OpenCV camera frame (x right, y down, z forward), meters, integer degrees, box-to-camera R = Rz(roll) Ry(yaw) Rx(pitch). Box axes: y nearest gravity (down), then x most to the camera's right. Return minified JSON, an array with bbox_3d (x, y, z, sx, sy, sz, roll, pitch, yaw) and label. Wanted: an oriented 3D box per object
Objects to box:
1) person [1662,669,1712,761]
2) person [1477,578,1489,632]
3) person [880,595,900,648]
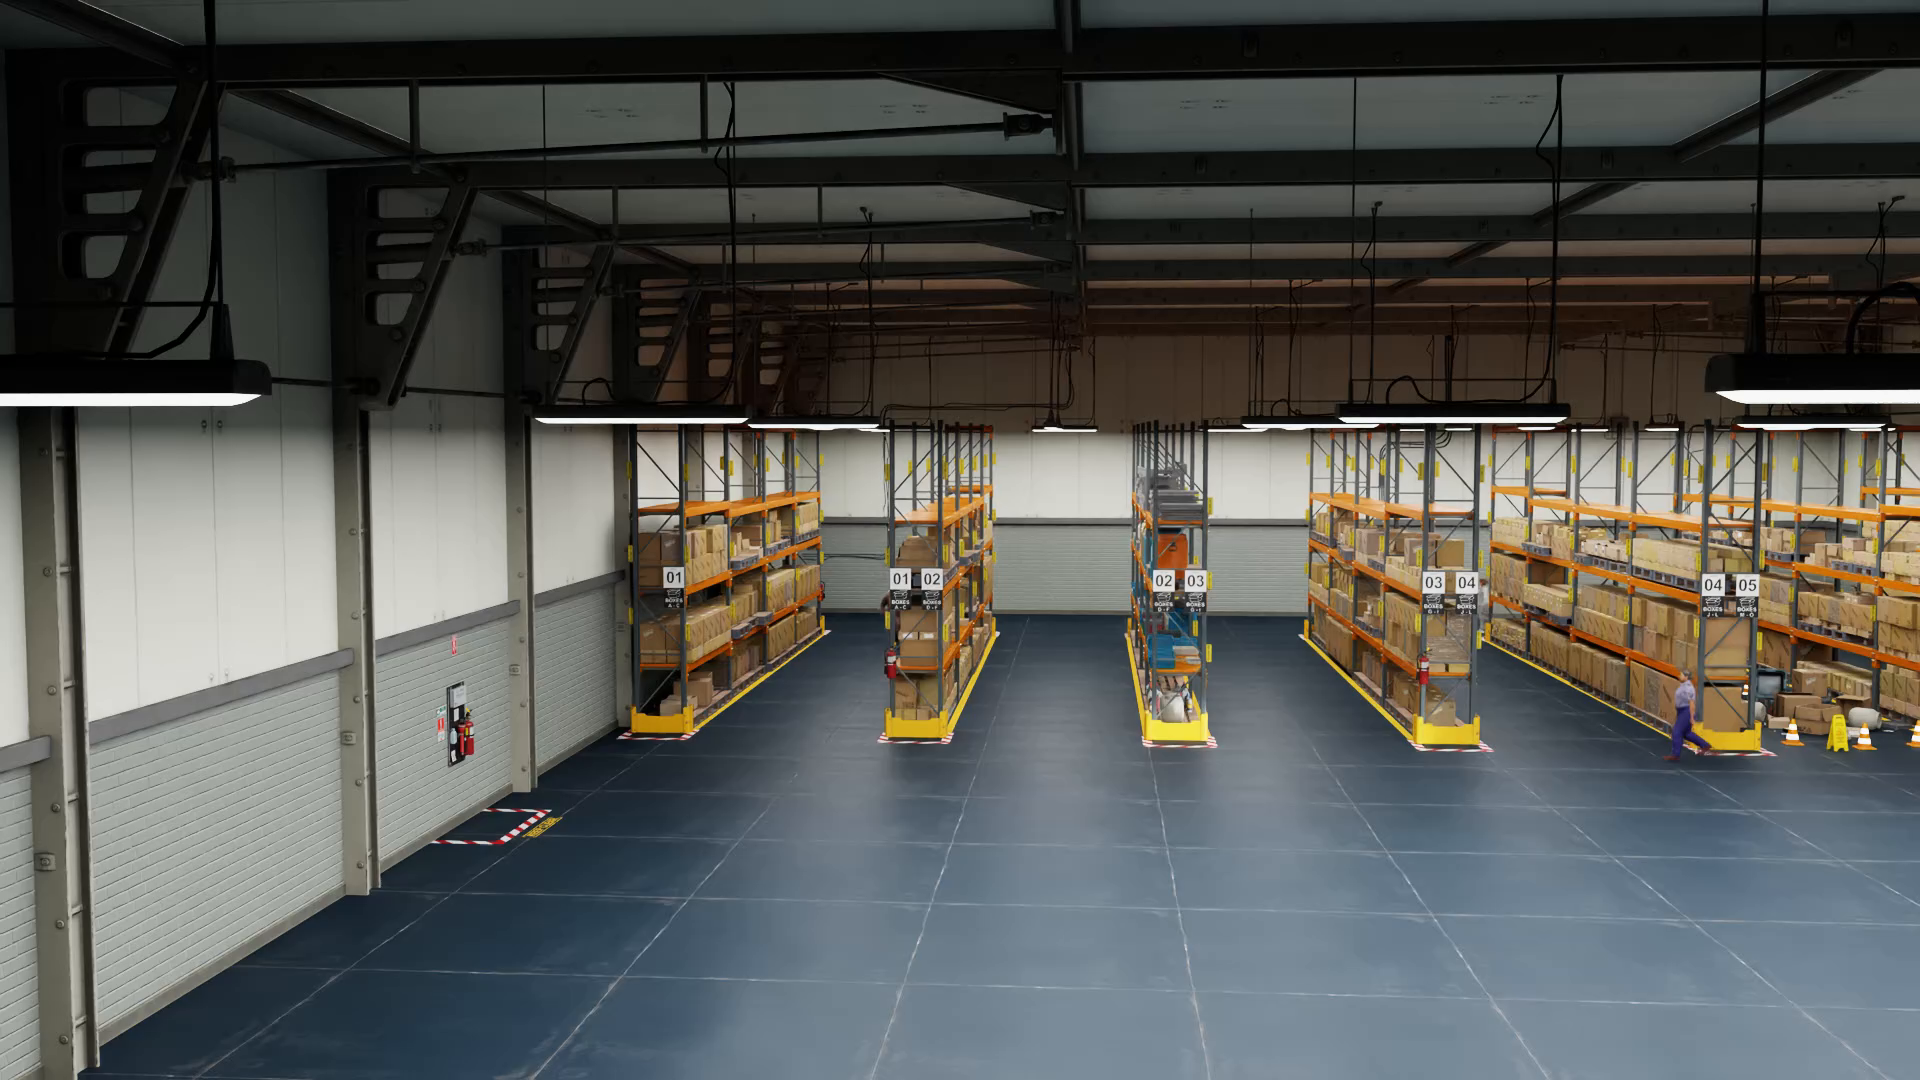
[{"bbox_3d":[12.787,3.060,29.170,0.921,1.607,0.478,0,4,3],"label":"person"},{"bbox_3d":[15.128,1.880,47.978,0.539,1.587,0.410,0,4,-4],"label":"person"},{"bbox_3d":[-1.763,2.067,44.571,0.708,1.691,0.676,1,4,15],"label":"person"}]
